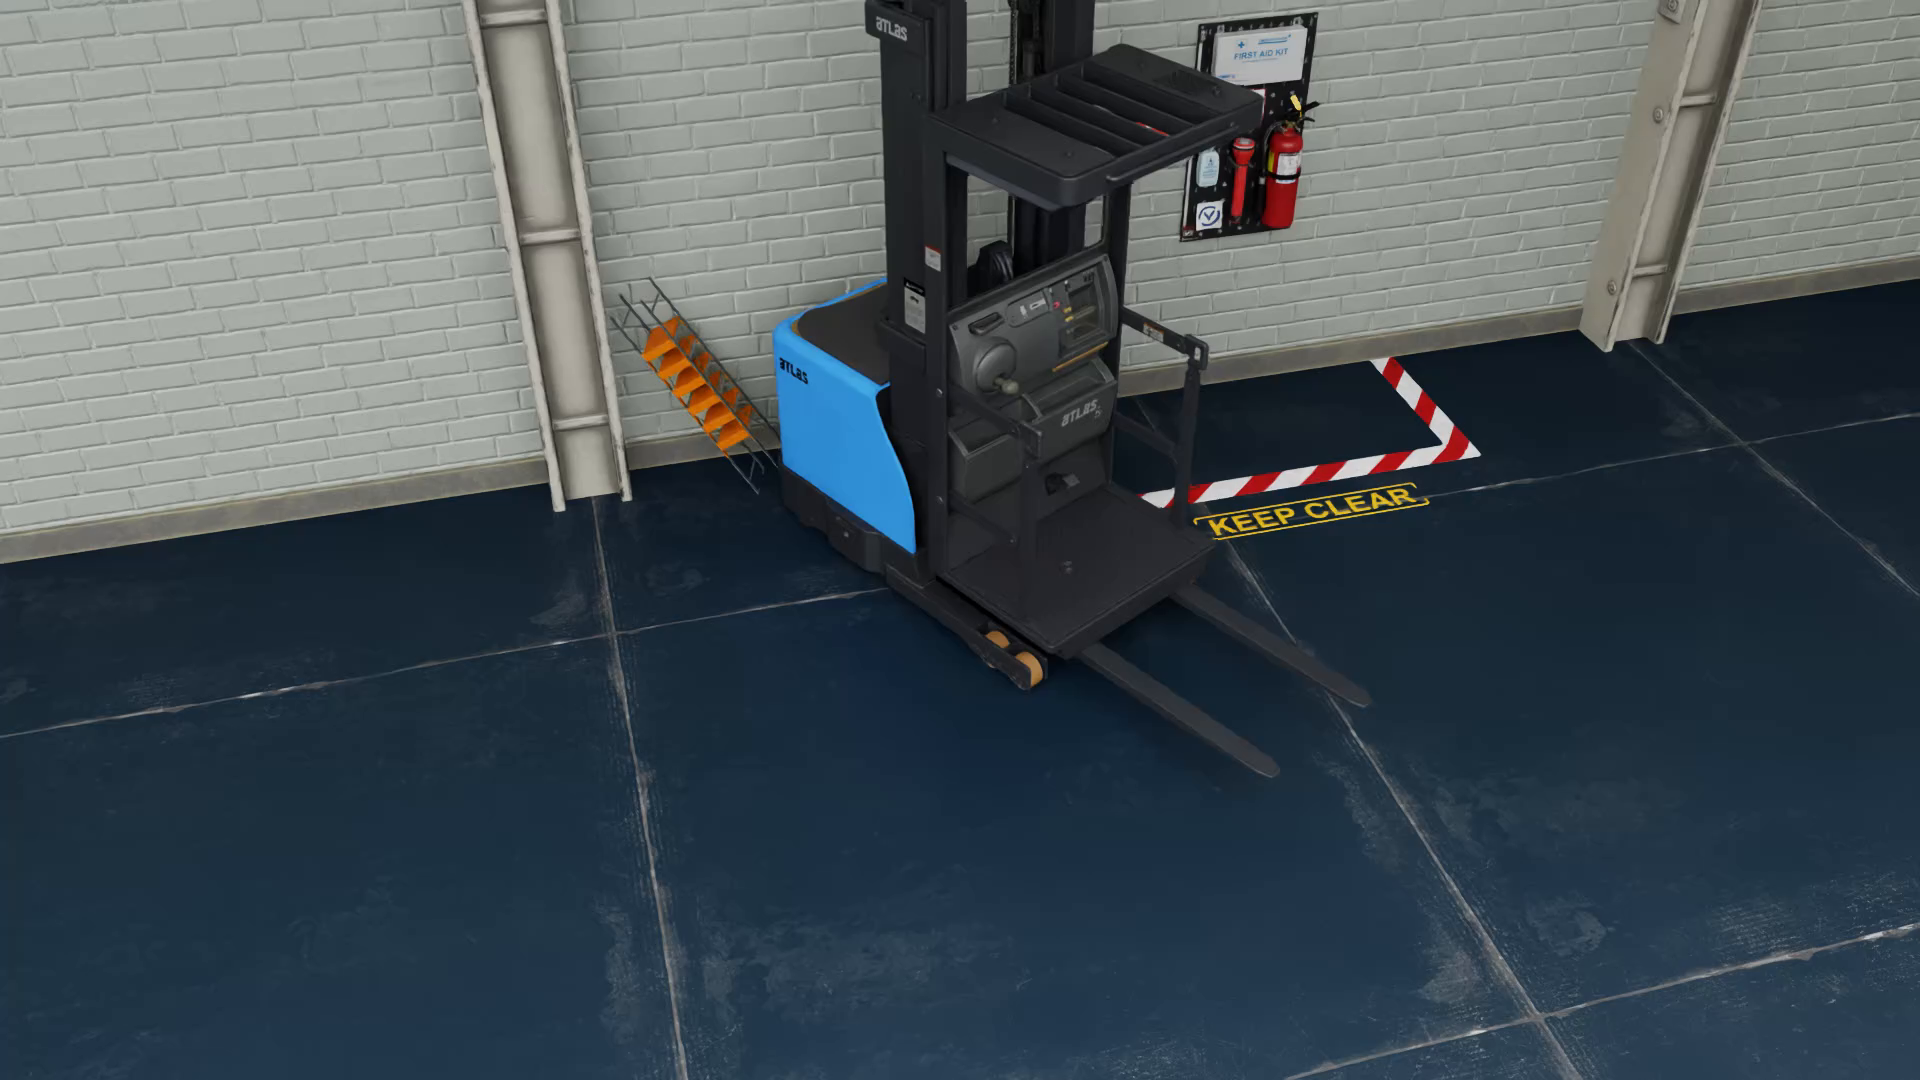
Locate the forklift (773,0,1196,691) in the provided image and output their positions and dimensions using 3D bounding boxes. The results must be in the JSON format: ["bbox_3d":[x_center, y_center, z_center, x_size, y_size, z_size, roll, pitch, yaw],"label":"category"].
[{"bbox_3d":[0.467,-0.856,6.936,1.130,2.935,3.031,-29,46,-32],"label":"forklift"}]

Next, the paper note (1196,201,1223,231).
[{"bbox_3d":[1.307,-1.698,8.705,0.142,0.148,0.016,-9,38,-12],"label":"paper note"}]

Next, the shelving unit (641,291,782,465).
[{"bbox_3d":[-1.268,-0.755,8.293,0.183,1.046,0.258,-25,32,20],"label":"shelving unit"}]

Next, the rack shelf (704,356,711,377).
[{"bbox_3d":[-1.320,-0.820,8.246,0.166,0.020,0.199,-25,32,20],"label":"rack shelf"}]

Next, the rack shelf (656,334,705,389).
[{"bbox_3d":[-1.373,-0.888,8.196,0.180,0.103,0.258,-25,32,20],"label":"rack shelf"}]

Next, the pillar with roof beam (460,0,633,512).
[{"bbox_3d":[-0.779,-1.312,2.538,0.400,9.000,9.100,-9,38,-12],"label":"pillar with roof beam"}]

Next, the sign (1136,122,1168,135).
[{"bbox_3d":[10.264,0.045,5.621,16.451,0.391,11.513,-9,38,-12],"label":"sign"}]

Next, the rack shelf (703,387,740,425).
[{"bbox_3d":[-1.196,-0.660,8.362,0.171,0.034,0.221,-25,32,20],"label":"rack shelf"}]

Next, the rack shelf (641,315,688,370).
[{"bbox_3d":[-1.436,-0.970,8.136,0.180,0.103,0.258,-25,32,20],"label":"rack shelf"}]

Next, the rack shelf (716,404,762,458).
[{"bbox_3d":[-1.118,-0.559,8.436,0.180,0.103,0.258,-25,32,20],"label":"rack shelf"}]

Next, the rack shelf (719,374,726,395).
[{"bbox_3d":[-1.256,-0.737,8.306,0.166,0.020,0.199,-25,32,20],"label":"rack shelf"}]

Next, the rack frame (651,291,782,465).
[{"bbox_3d":[-1.192,-0.790,8.261,0.002,1.046,0.228,-25,32,20],"label":"rack frame"}]
